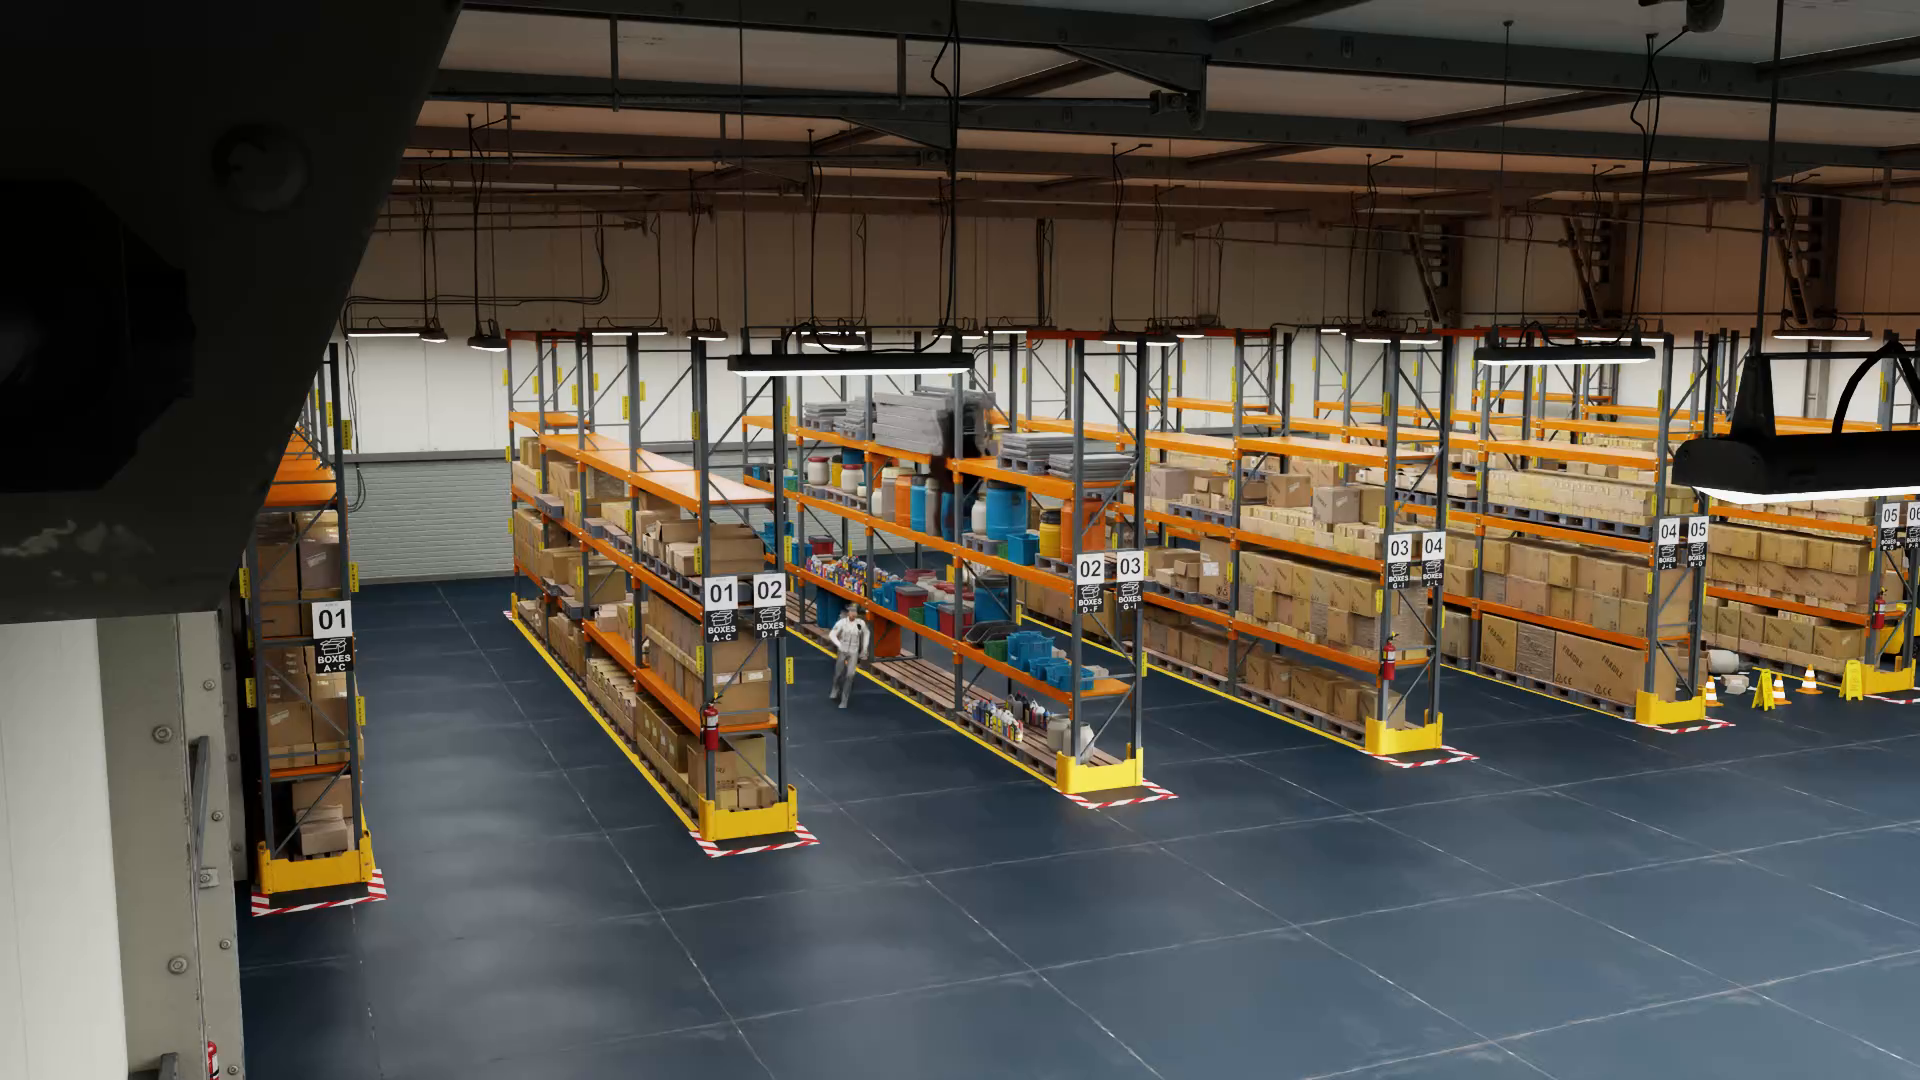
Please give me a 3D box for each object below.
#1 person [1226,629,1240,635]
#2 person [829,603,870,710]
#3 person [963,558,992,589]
[{"bbox_3d":[5.503,1.046,32.531,0.692,1.723,0.689,-1,8,-11],"label":"person"},{"bbox_3d":[-1.796,1.853,26.975,0.679,1.709,0.757,0,8,-3],"label":"person"},{"bbox_3d":[0.379,0.830,34.342,0.571,1.717,0.673,-4,9,-29],"label":"person"}]
